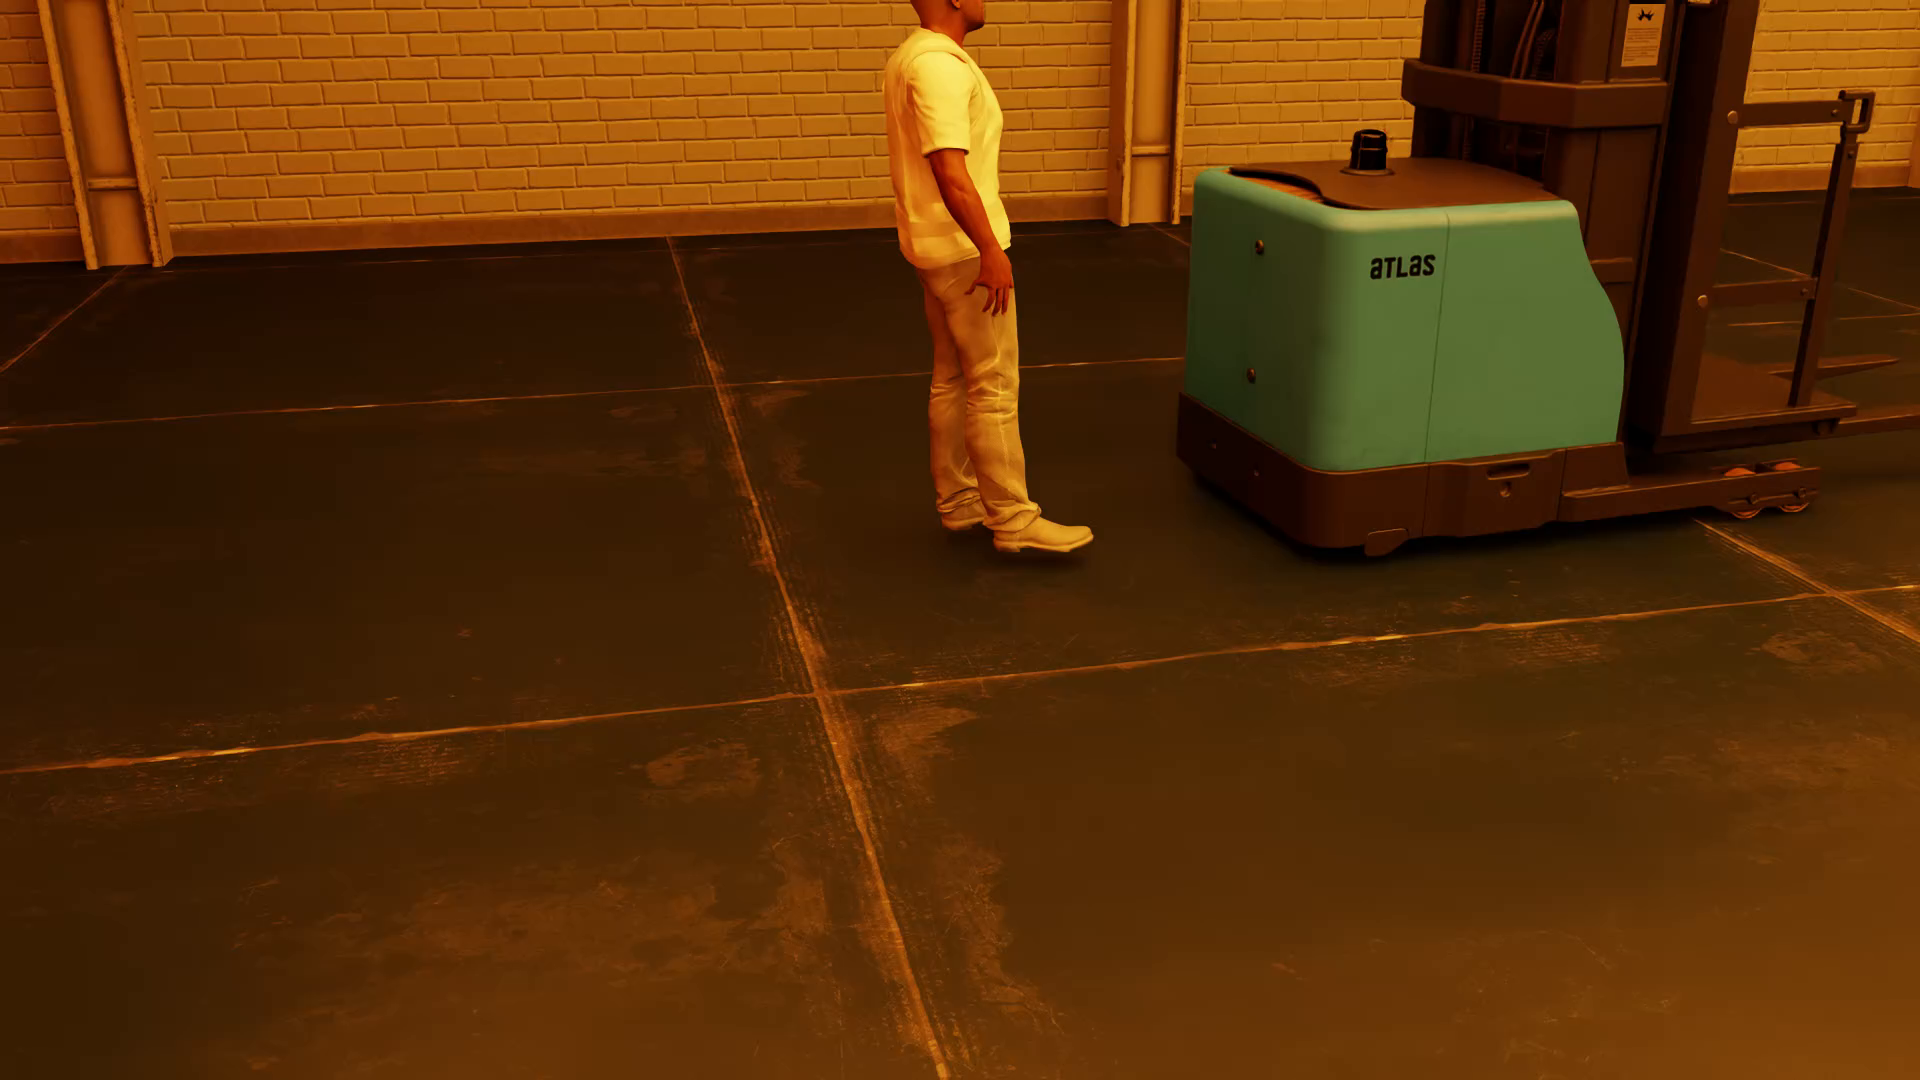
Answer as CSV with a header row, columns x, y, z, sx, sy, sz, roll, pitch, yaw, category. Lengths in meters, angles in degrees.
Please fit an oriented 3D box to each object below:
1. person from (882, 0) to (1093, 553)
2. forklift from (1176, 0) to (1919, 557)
x,y,z,sx,sy,sz,roll,pitch,yaw,category
0.069,-0.873,4.976,0.574,1.767,0.666,-5,21,-12,person
2.339,-1.610,5.405,3.031,2.935,1.130,-7,22,-17,forklift
